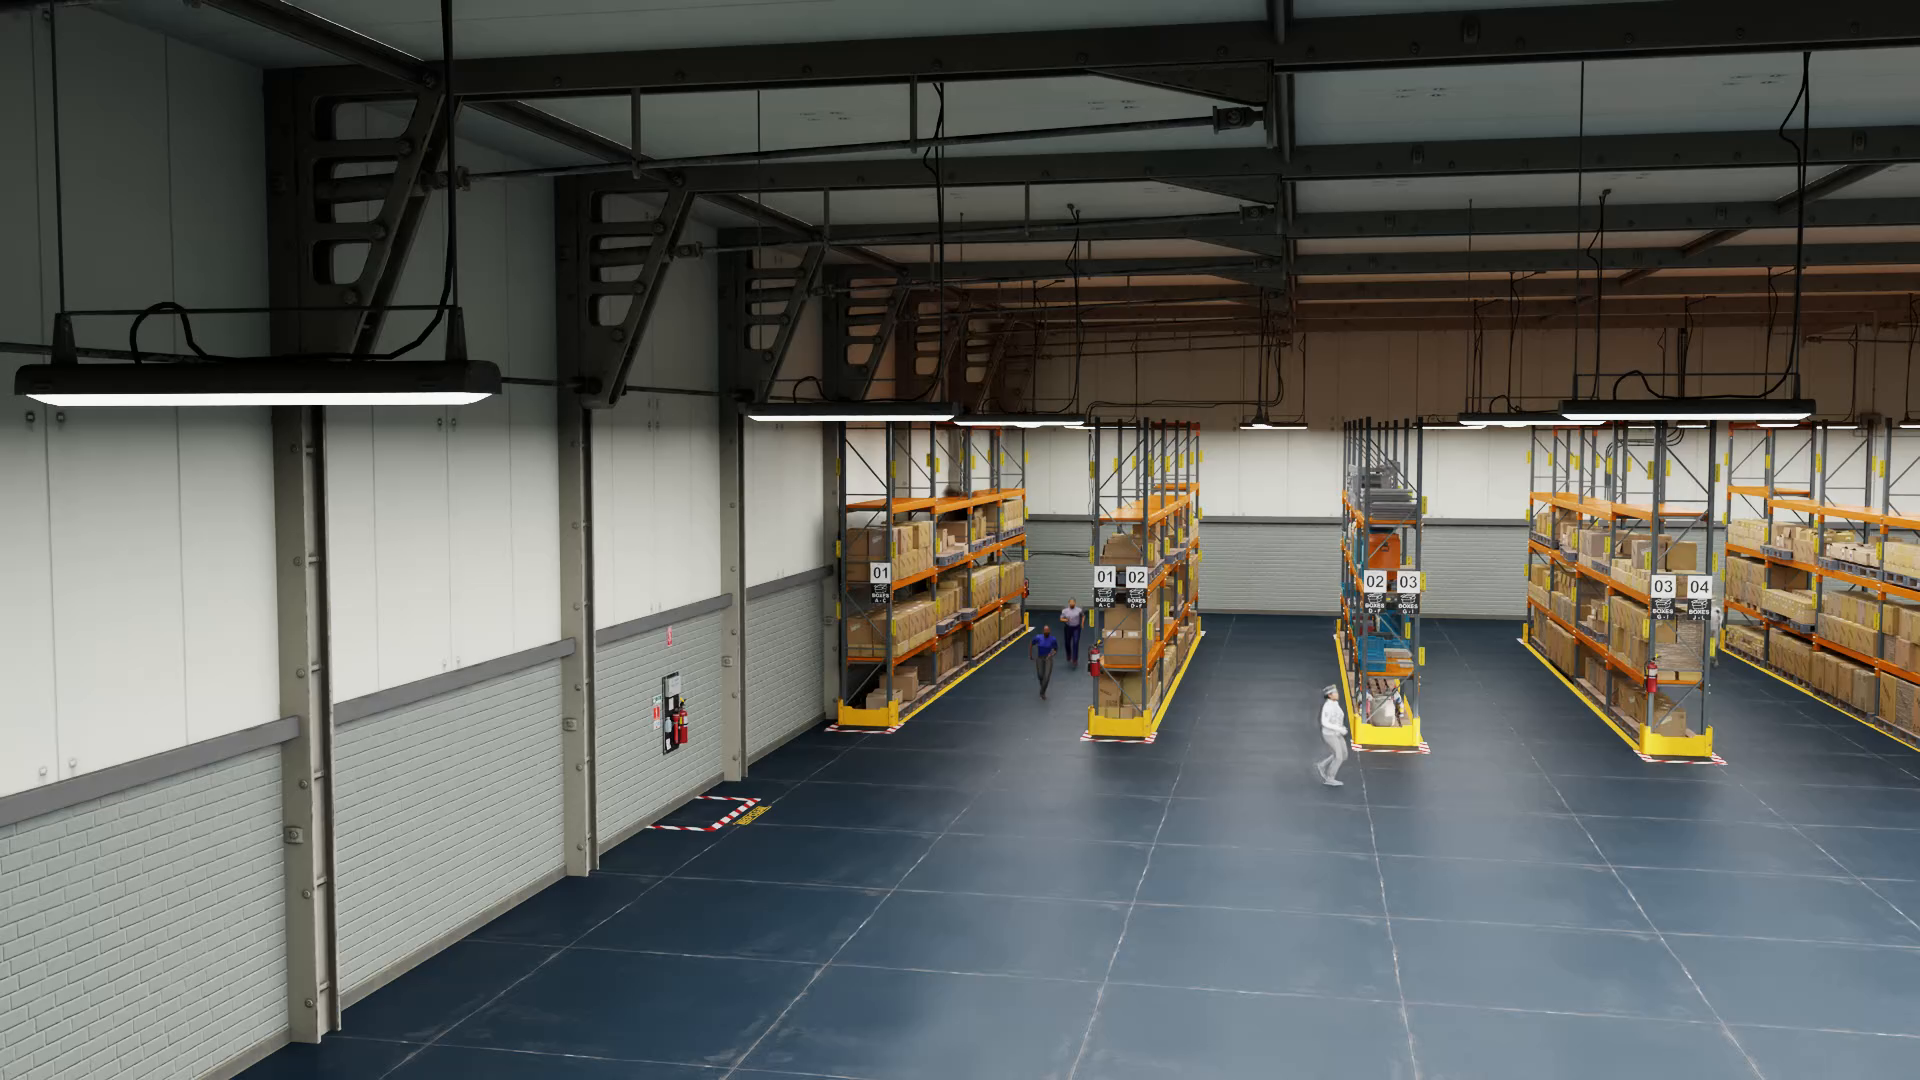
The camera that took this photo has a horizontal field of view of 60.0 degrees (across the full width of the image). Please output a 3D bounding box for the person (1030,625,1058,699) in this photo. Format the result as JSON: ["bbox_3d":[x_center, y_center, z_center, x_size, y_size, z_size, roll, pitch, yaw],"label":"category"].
[{"bbox_3d":[1.803,2.626,35.763,0.615,1.595,0.643,0,4,2],"label":"person"}]

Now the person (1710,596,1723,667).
[{"bbox_3d":[18.425,2.239,40.797,0.594,1.753,0.753,1,4,14],"label":"person"}]

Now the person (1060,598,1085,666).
[{"bbox_3d":[2.747,2.233,40.876,0.578,1.632,0.941,0,4,7],"label":"person"}]

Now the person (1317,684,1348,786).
[{"bbox_3d":[6.039,3.148,26.915,0.570,1.649,0.608,2,4,30],"label":"person"}]

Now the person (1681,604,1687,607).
[{"bbox_3d":[19.772,2.007,45.230,0.525,1.582,0.670,-1,4,-14],"label":"person"}]
